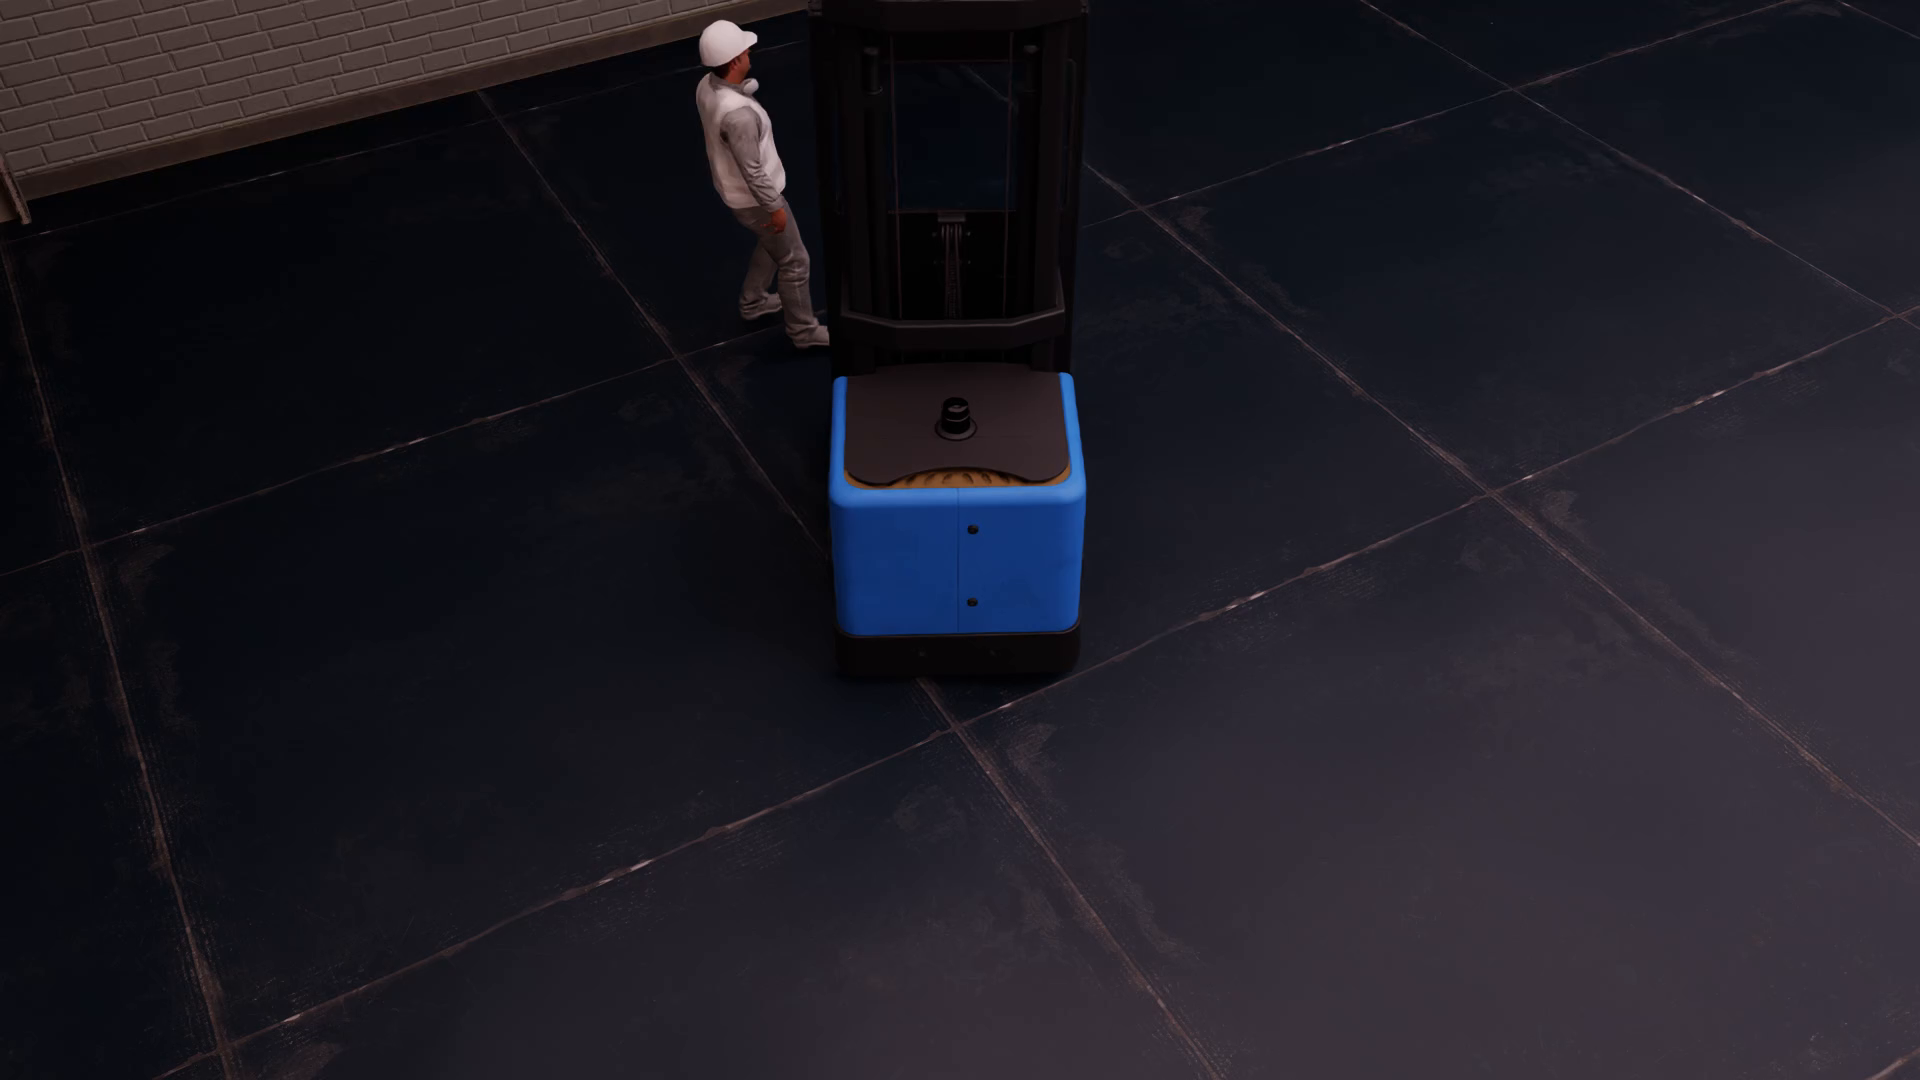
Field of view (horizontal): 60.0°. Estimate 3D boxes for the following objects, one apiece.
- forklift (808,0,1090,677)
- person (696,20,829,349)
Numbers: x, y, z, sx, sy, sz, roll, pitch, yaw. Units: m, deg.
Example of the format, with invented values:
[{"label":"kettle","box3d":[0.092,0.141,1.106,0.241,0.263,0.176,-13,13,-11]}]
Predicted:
[{"label":"forklift","box3d":[-0.051,-1.475,7.288,1.130,2.935,3.031,-1,43,-1]},{"label":"person","box3d":[-0.979,-1.823,8.471,0.593,1.759,0.663,-16,45,-16]}]
